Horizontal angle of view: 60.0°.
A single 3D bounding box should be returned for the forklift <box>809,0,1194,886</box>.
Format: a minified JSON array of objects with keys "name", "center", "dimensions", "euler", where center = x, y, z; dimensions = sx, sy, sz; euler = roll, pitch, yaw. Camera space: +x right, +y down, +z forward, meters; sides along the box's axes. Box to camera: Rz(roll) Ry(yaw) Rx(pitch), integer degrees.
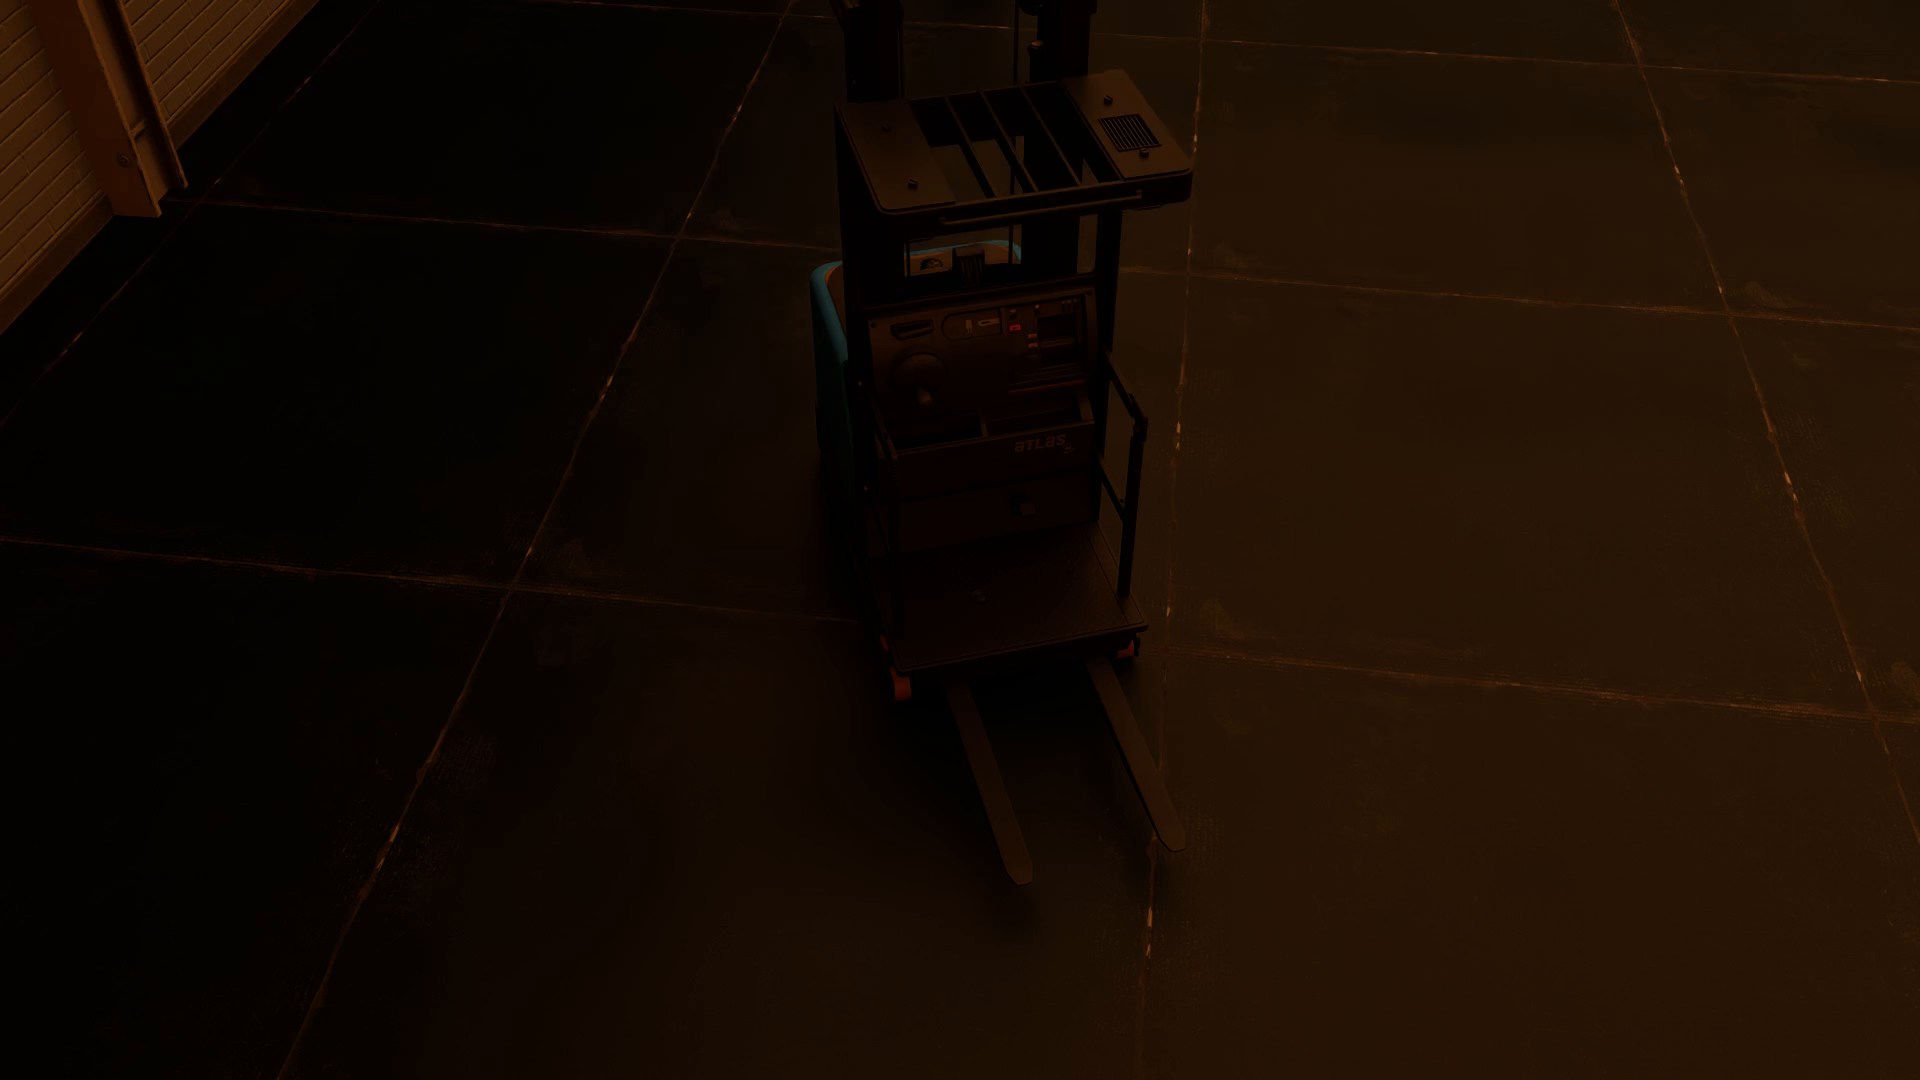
[{"name":"forklift","center":[0.153,-0.681,6.465],"dimensions":[1.130,2.935,3.031],"euler":[-10,44,-11]}]
